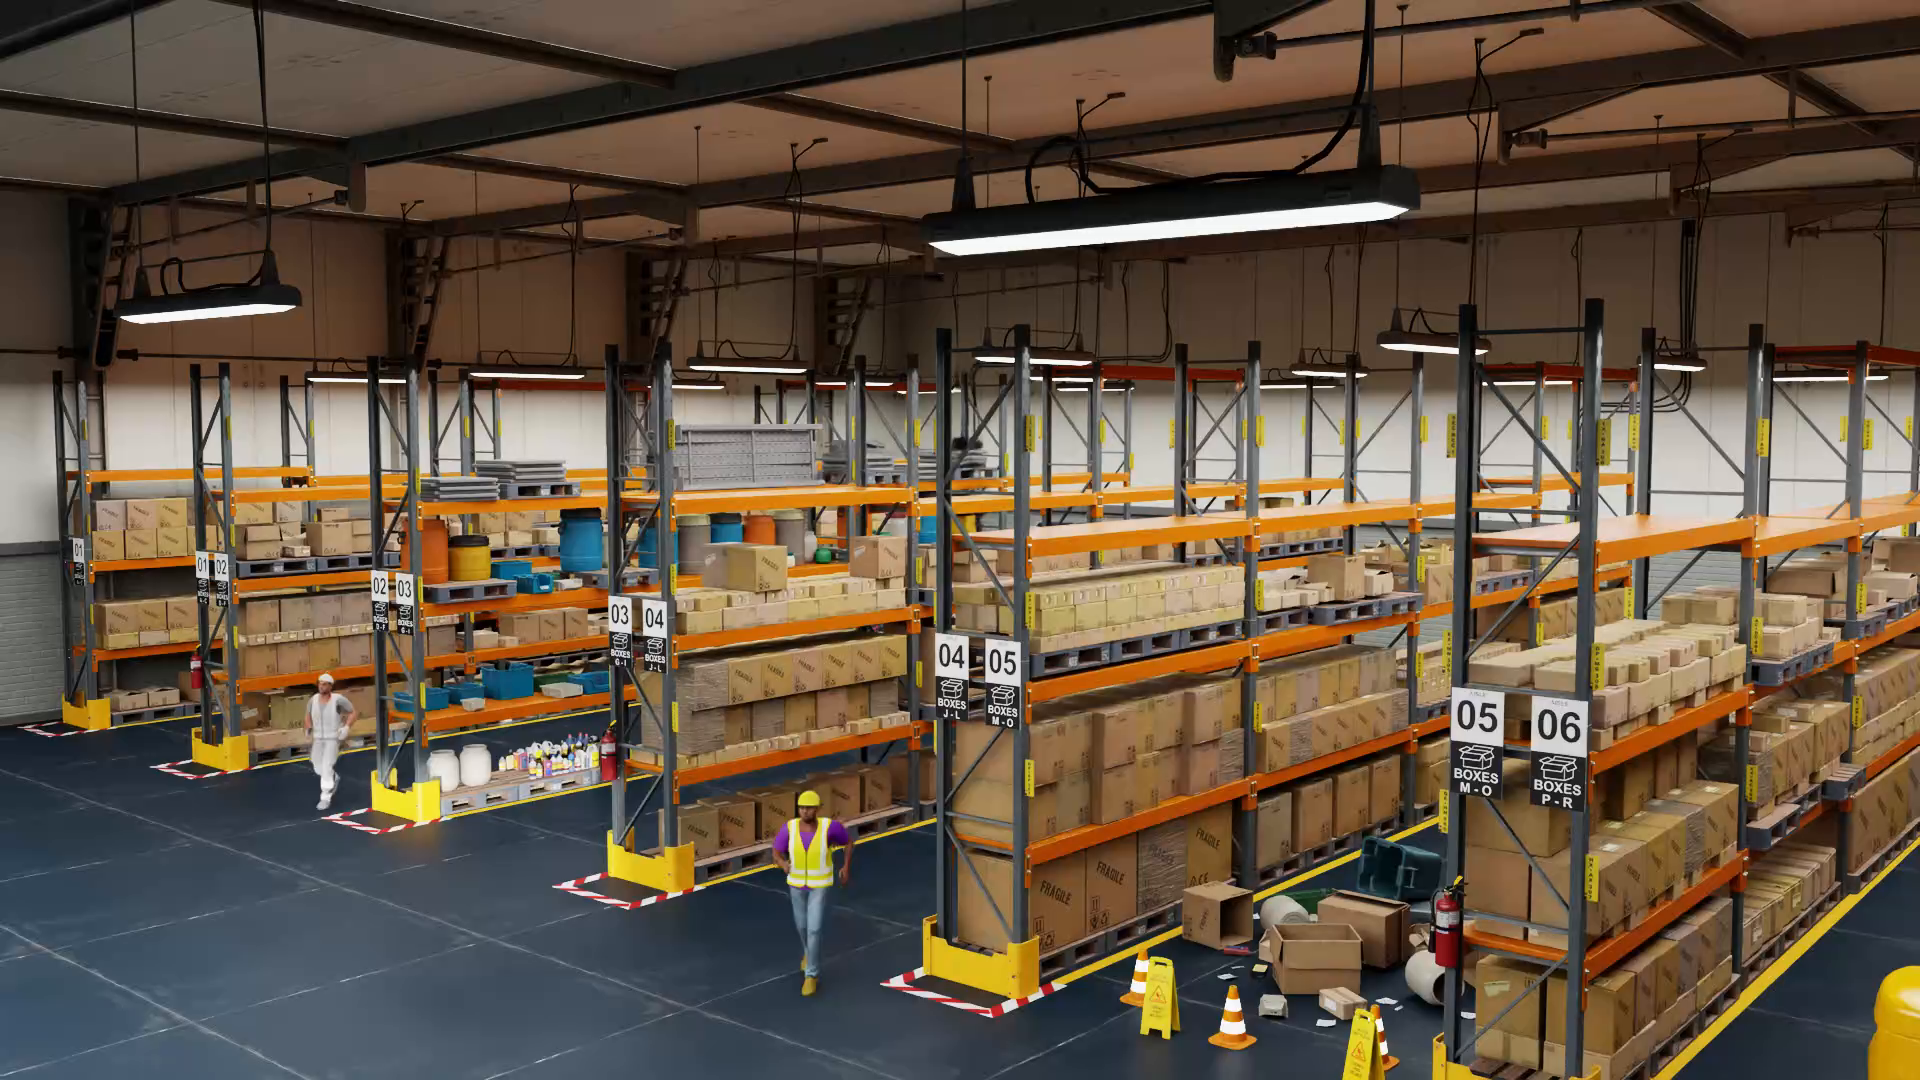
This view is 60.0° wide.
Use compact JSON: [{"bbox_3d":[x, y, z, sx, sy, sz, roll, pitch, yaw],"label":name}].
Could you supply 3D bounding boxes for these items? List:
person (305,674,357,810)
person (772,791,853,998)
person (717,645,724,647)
[{"bbox_3d":[-8.471,2.674,22.354,0.684,1.776,0.765,0,4,5],"label":"person"},{"bbox_3d":[-1.367,3.179,15.241,0.724,1.801,0.850,1,4,9],"label":"person"},{"bbox_3d":[-3.956,2.283,28.643,0.626,1.705,0.801,3,5,34],"label":"person"}]
